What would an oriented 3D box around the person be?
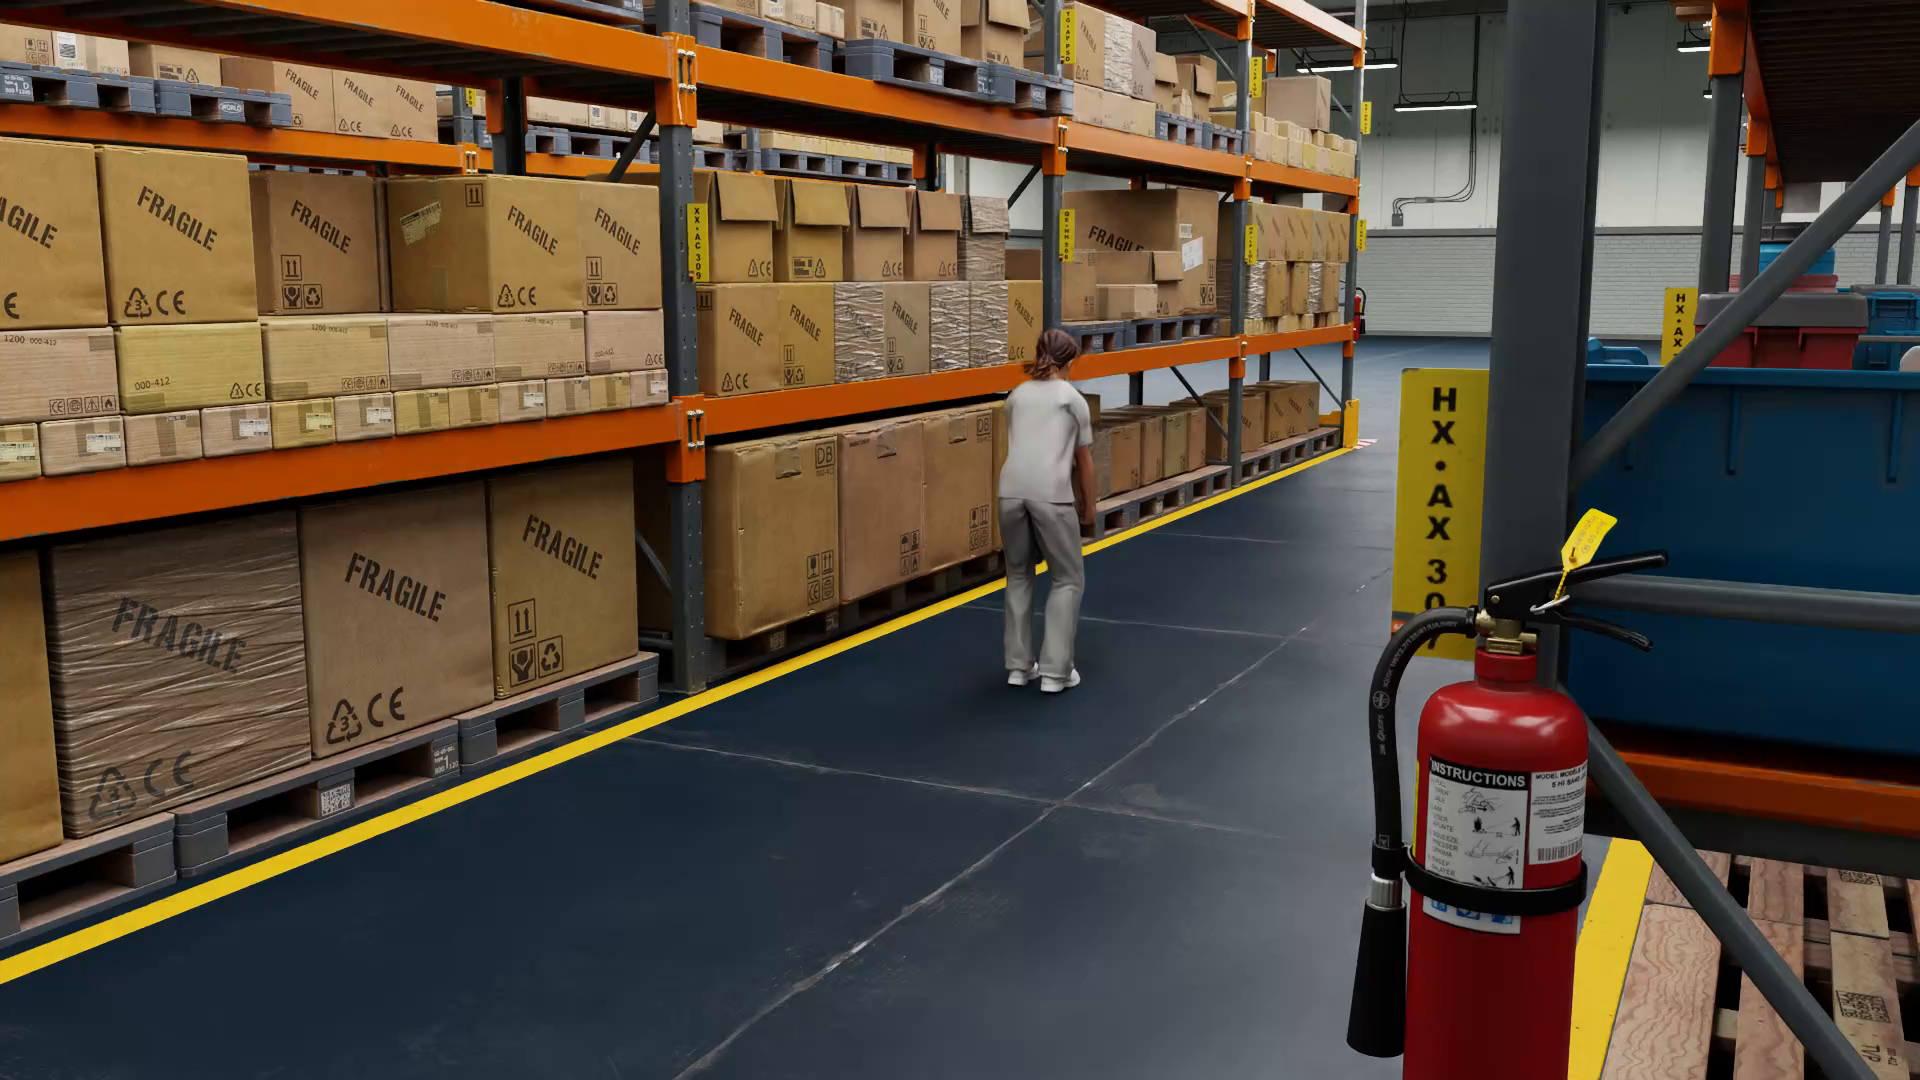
[{"bbox_3d":[0.380,-0.139,7.501,0.410,1.597,0.548,4,10,25],"label":"person"}]
